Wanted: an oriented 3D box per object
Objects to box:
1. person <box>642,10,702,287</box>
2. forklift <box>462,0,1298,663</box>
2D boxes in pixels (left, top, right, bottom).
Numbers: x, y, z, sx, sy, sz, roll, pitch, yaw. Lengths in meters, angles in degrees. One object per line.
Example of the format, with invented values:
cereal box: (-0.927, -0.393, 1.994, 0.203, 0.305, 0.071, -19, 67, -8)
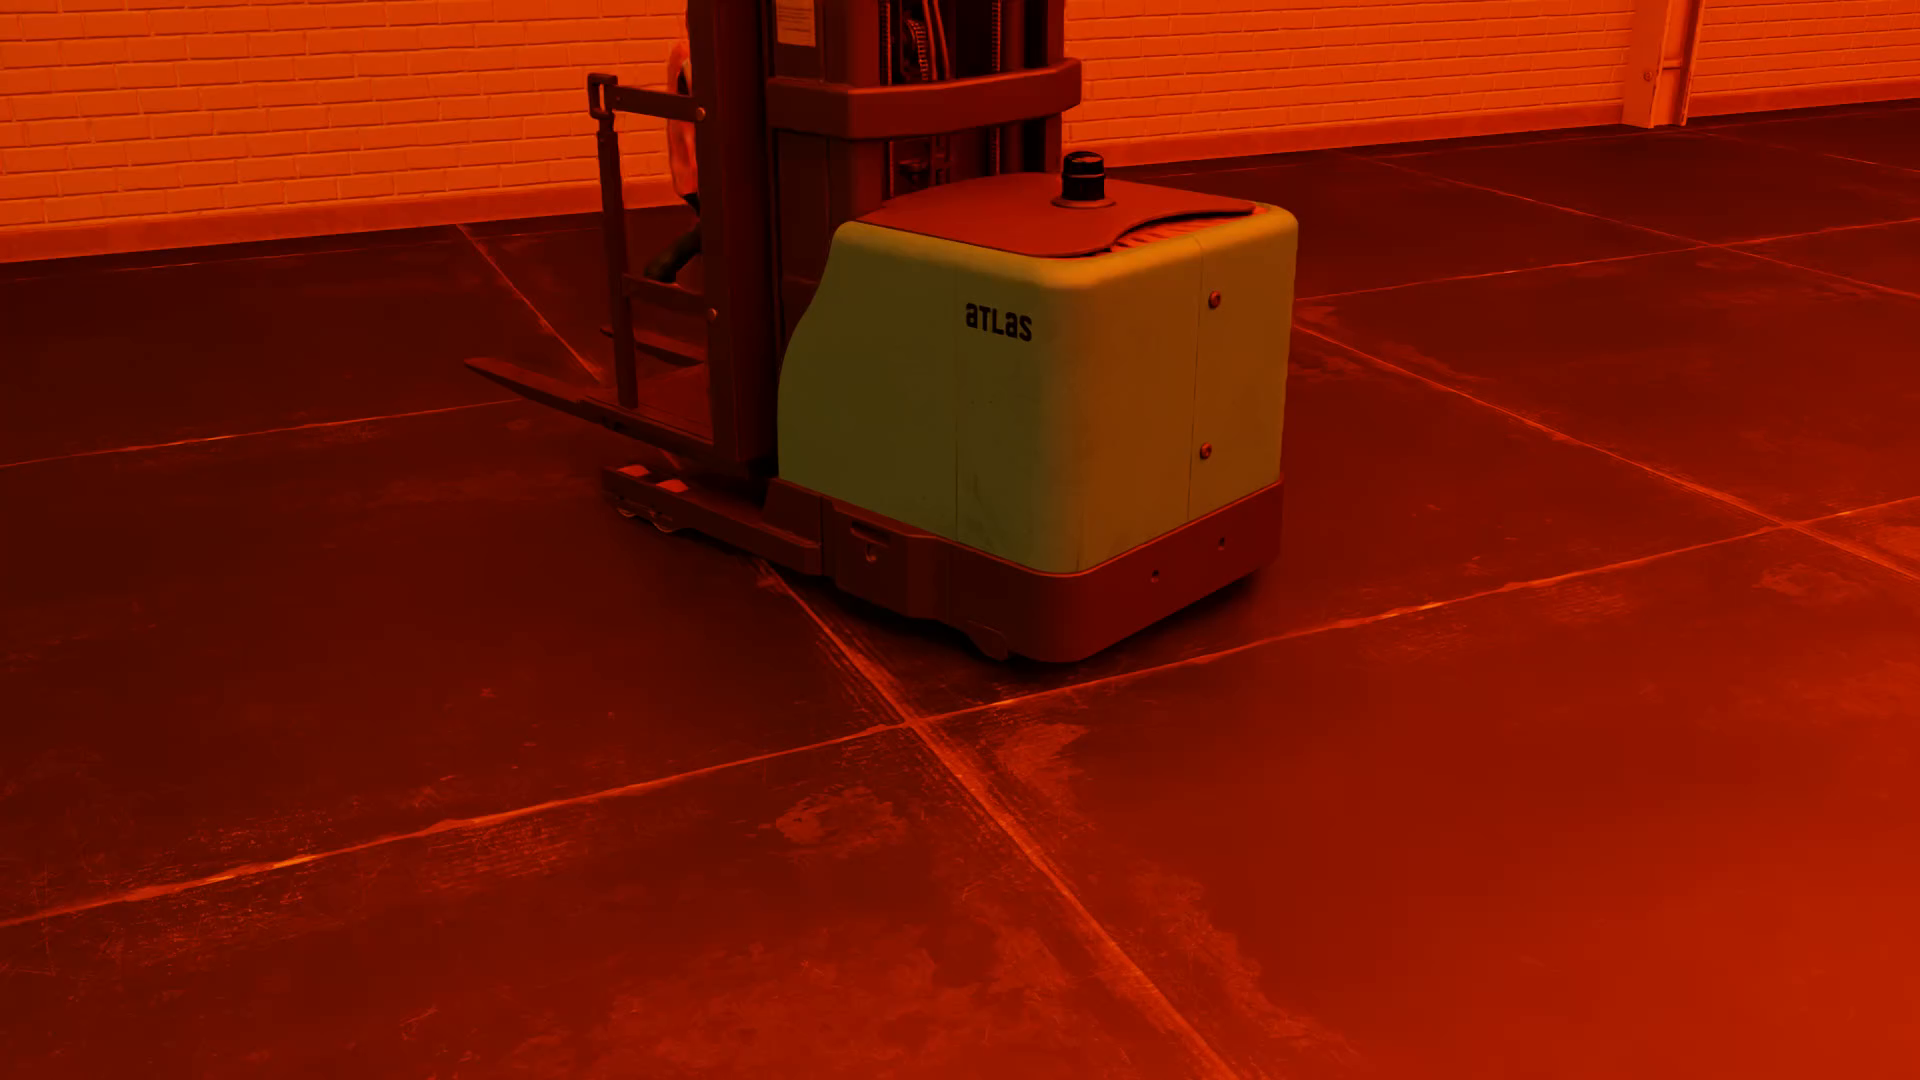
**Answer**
person: (-0.982, -1.625, 7.172, 0.858, 1.408, 1.090, -5, 23, -11)
forklift: (-0.497, -1.504, 4.906, 3.031, 2.935, 1.130, 20, 30, 39)
